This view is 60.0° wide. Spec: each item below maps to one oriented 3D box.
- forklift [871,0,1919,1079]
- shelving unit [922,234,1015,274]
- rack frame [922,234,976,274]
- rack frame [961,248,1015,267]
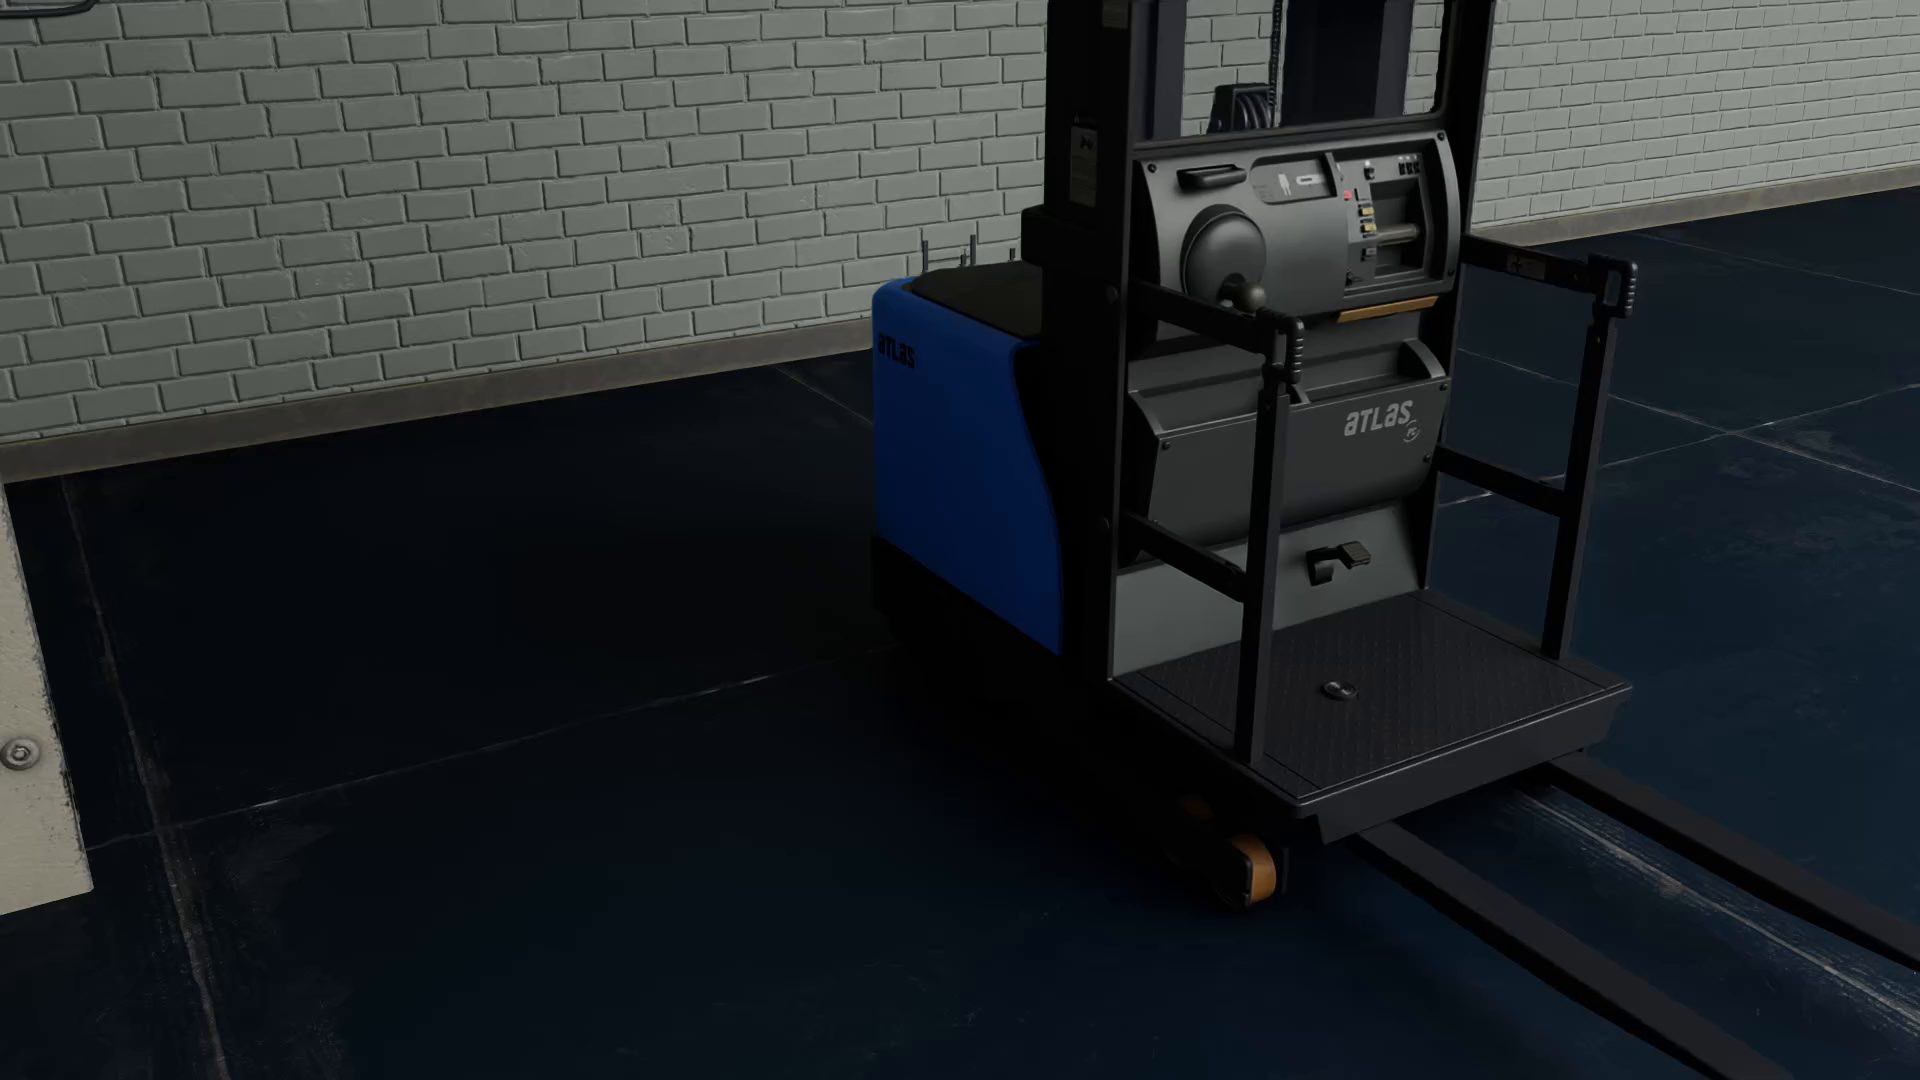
[{"bbox_3d":[0.921,-0.726,3.705,1.130,2.935,3.031,-13,25,-29],"label":"forklift"},{"bbox_3d":[0.027,-0.469,5.571,0.215,1.050,0.252,-13,25,-28],"label":"shelving unit"},{"bbox_3d":[-0.035,-0.509,5.668,0.200,1.050,0.008,-13,25,-28],"label":"rack frame"},{"bbox_3d":[0.090,-0.430,5.474,0.200,1.050,0.008,-13,25,-28],"label":"rack frame"}]
